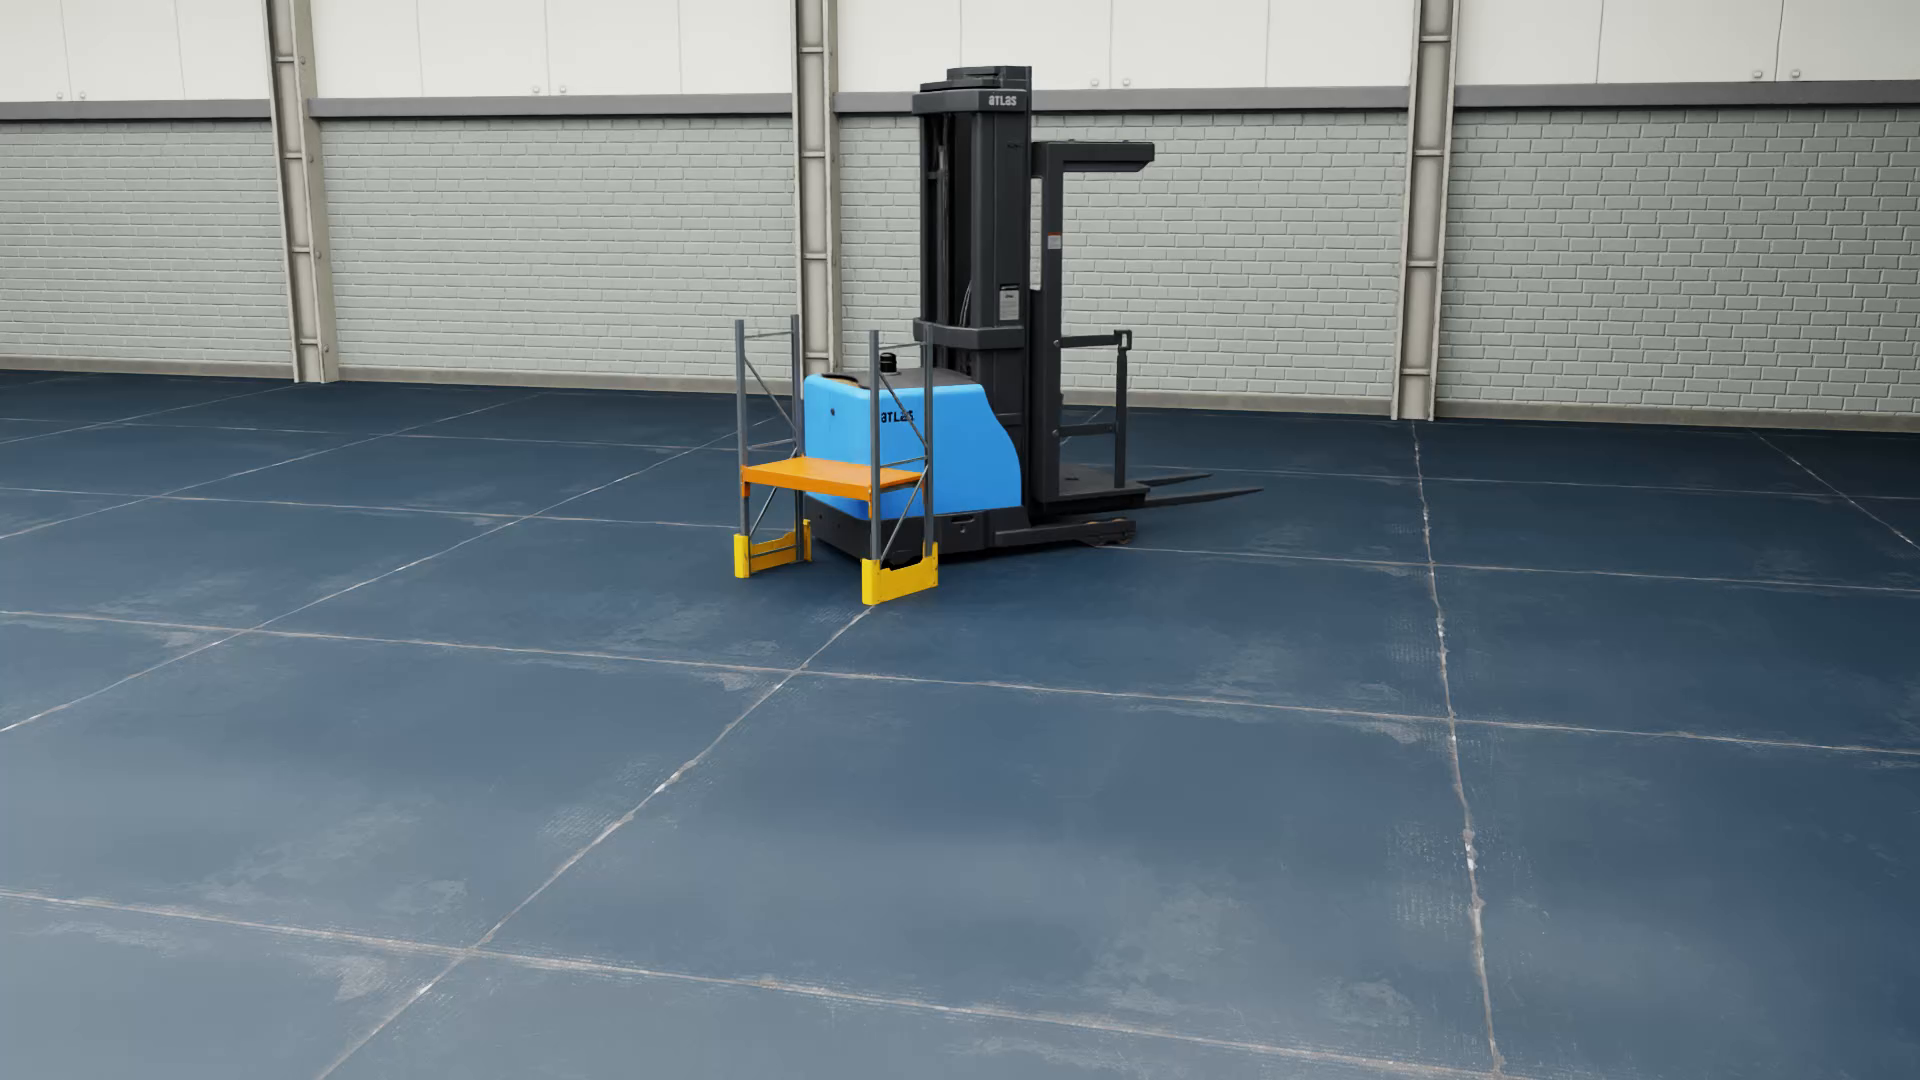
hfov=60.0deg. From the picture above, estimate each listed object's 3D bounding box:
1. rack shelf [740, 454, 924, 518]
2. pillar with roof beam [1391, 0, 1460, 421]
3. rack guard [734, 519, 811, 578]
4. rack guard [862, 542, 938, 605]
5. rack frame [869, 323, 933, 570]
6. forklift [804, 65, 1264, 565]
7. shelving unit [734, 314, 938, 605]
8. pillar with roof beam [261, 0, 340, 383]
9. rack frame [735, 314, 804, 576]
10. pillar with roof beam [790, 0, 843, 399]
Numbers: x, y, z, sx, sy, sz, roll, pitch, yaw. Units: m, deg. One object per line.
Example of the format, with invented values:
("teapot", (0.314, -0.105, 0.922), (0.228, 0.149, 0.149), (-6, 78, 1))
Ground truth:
("rack shelf", (-0.717, -0.318, 9.537), (1.000, 0.185, 0.538), (10, 16, 37))
("pillar with roof beam", (3.334, -4.668, 10.996), (0.400, 9.000, 9.100), (3, 13, 14))
("rack guard", (-1.116, 0.048, 9.939), (0.087, 0.250, 0.587), (10, 16, 37))
("rack guard", (-0.333, 0.182, 9.338), (0.087, 0.250, 0.587), (10, 16, 37))
("rack frame", (-0.317, -0.426, 9.191), (0.032, 1.500, 0.500), (10, 16, 37))
("forklift", (0.558, -1.480, 10.637), (3.031, 2.935, 1.130), (-6, 14, -25))
("shelving unit", (-0.724, -0.495, 9.504), (1.083, 1.500, 0.587), (10, 16, 37))
("pillar with roof beam", (-8.316, -5.290, 13.802), (0.400, 9.000, 9.100), (3, 13, 14))
("rack frame", (-1.117, -0.562, 9.805), (0.032, 1.500, 0.500), (10, 16, 37))
("pillar with roof beam", (-2.491, -4.979, 12.399), (0.400, 9.000, 9.100), (3, 13, 14))
